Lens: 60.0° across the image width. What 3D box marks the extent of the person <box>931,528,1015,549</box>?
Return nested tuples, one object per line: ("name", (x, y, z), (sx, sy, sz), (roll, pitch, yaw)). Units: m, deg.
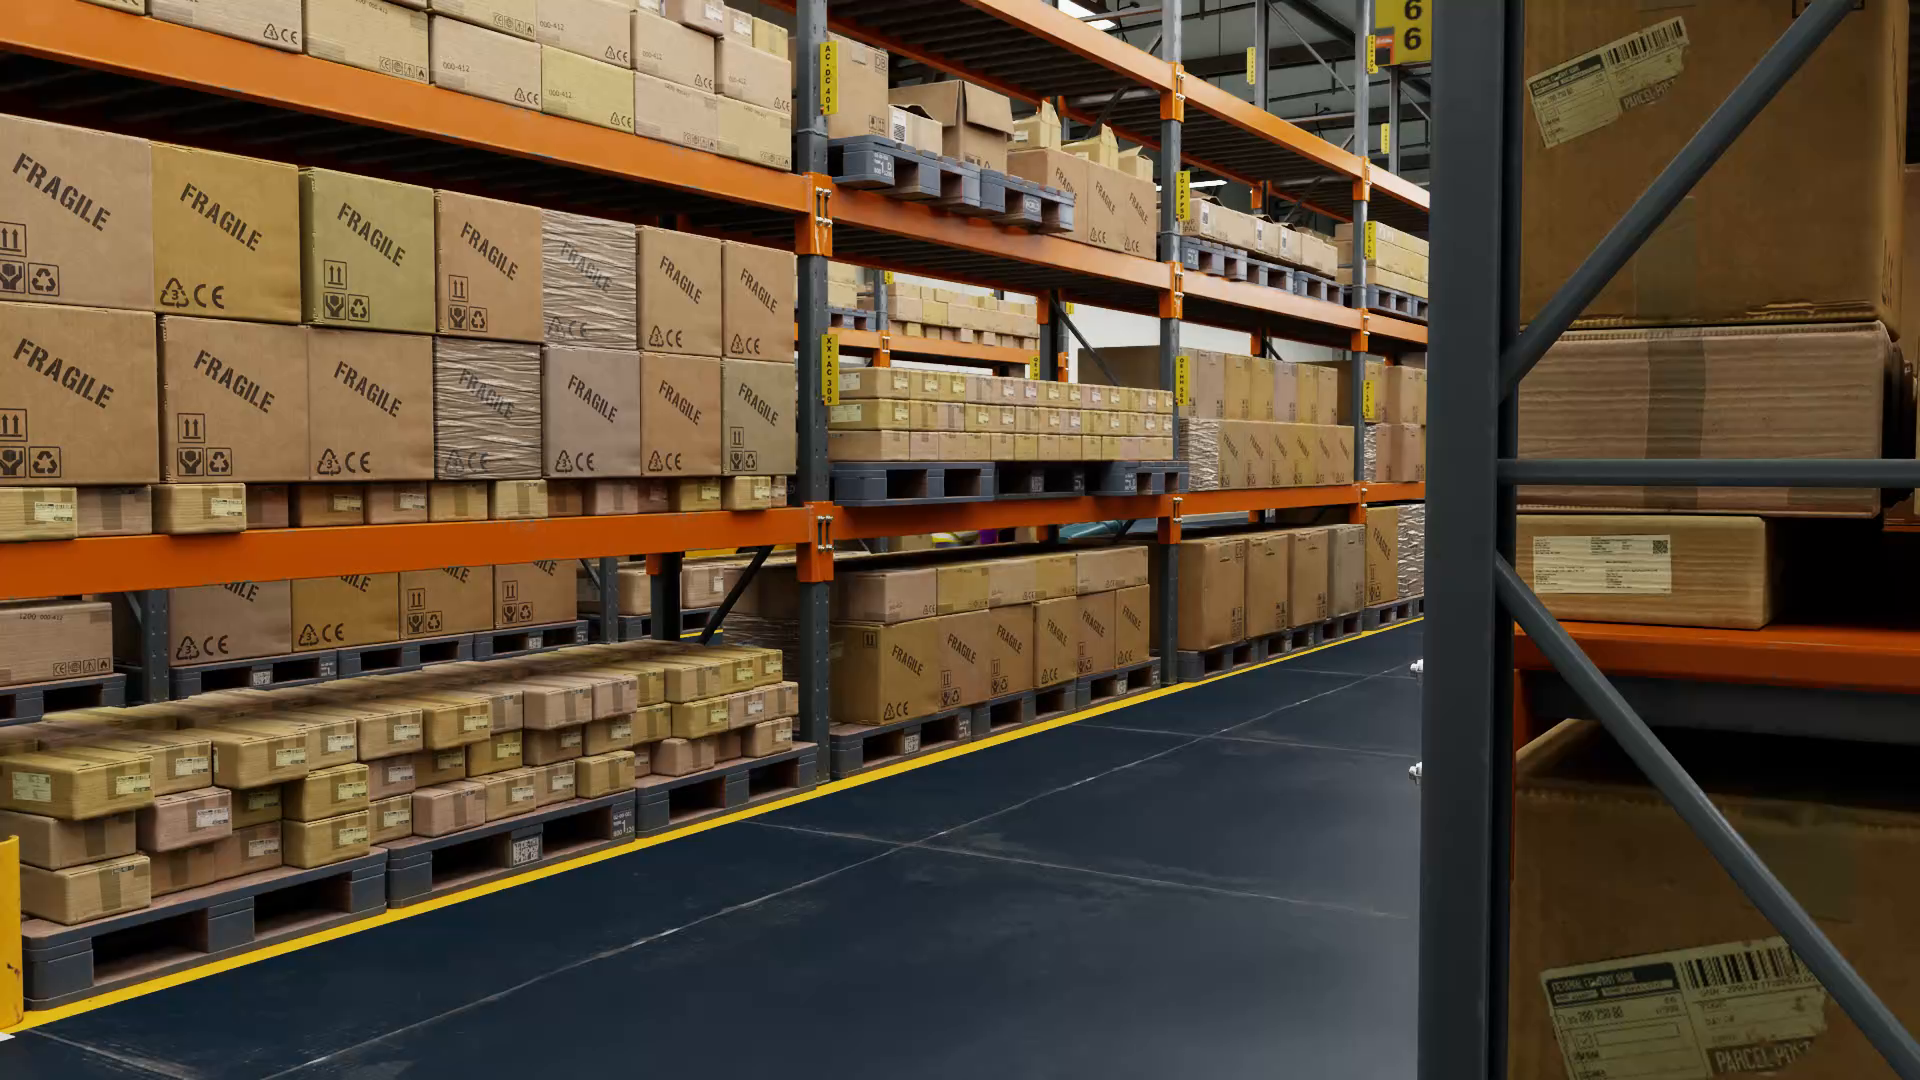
("person", (0.219, 0.180, 13.433), (0.897, 1.376, 0.490), (2, 3, 29))
